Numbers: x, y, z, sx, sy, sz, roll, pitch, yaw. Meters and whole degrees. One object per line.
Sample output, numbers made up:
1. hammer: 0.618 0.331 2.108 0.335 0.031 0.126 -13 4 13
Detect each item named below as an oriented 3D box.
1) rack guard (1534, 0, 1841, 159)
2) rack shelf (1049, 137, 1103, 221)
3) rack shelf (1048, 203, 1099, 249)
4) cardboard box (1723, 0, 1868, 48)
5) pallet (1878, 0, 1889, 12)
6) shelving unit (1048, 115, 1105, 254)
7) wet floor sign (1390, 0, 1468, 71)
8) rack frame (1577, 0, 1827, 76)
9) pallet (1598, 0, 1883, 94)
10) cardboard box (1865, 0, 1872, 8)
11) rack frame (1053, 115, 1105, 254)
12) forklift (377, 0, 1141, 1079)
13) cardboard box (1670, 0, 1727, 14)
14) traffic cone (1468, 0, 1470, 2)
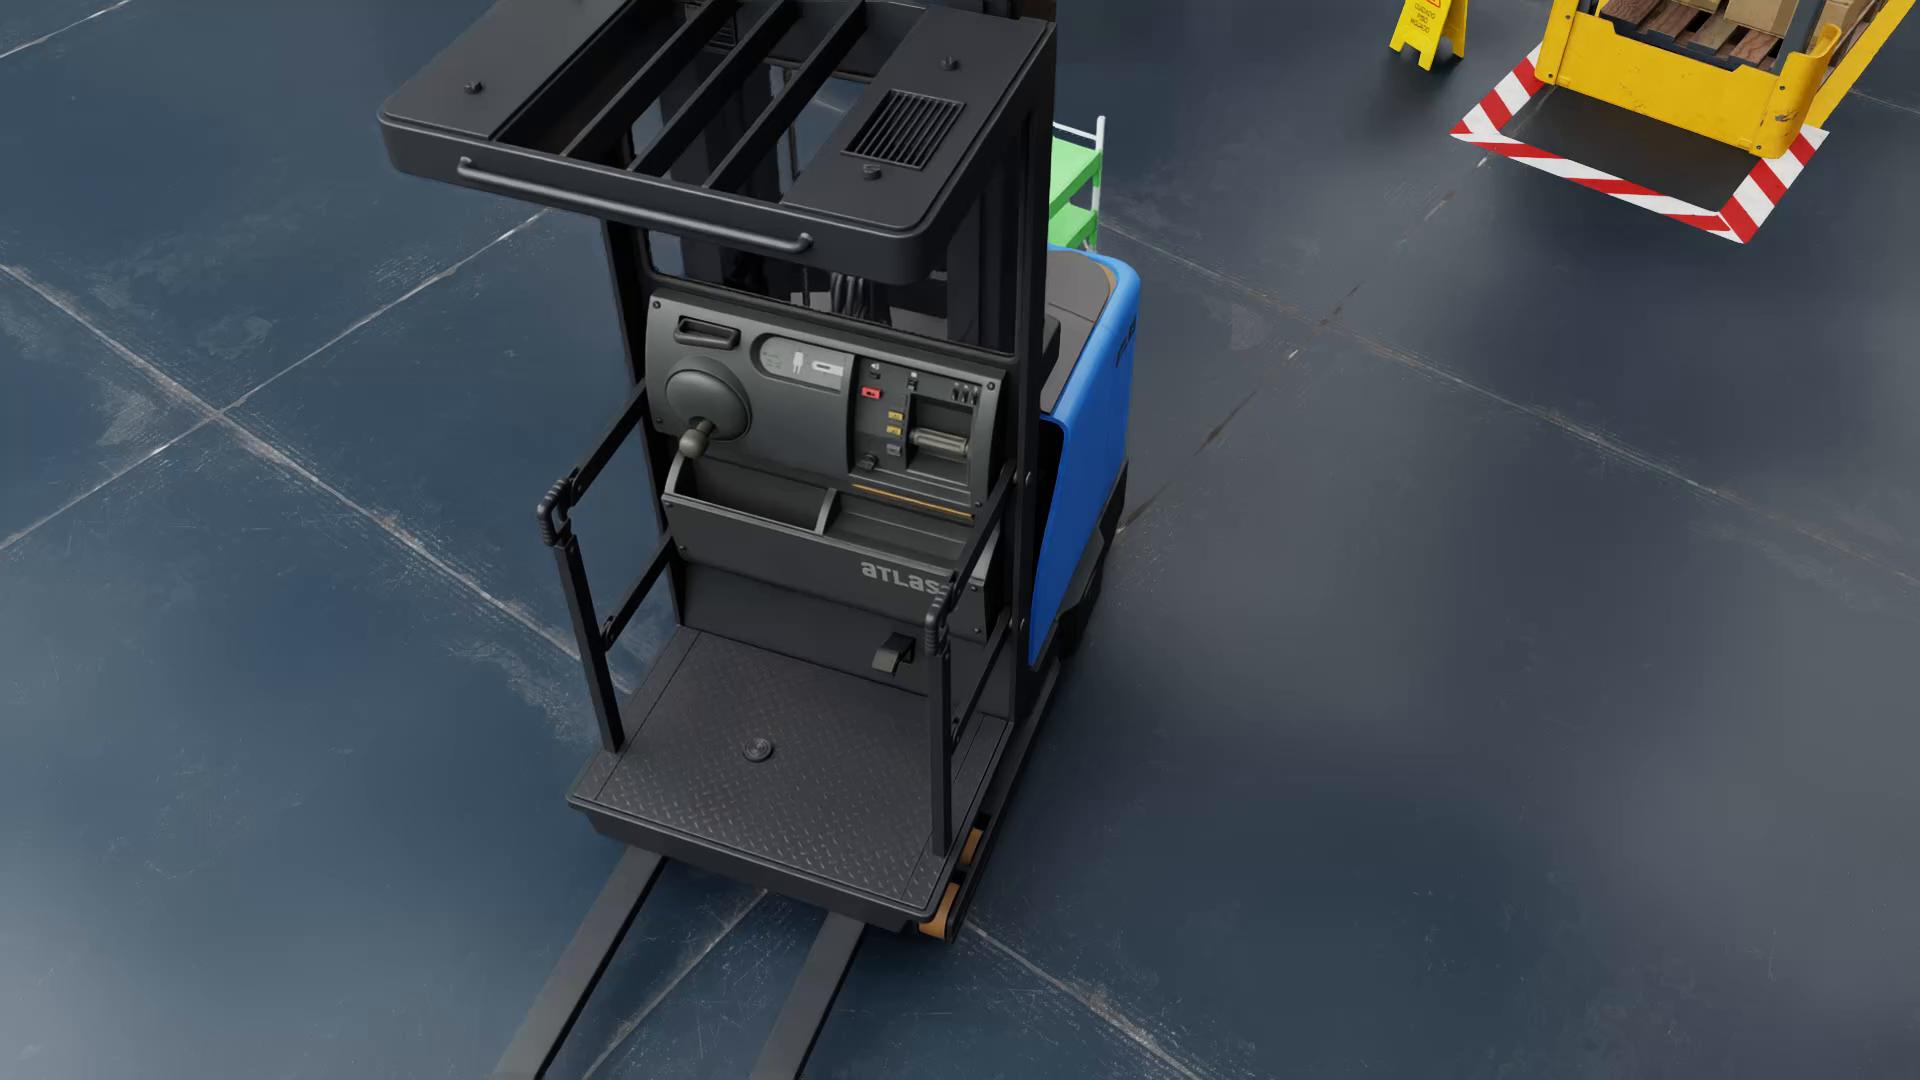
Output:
1. rack guard: 3.250 -2.196 7.502 1.175 0.500 0.348 29 53 25
2. rack shelf: 0.241 -1.136 5.430 0.258 0.148 0.480 23 51 21
3. rack shelf: 0.241 -0.970 5.603 0.258 0.148 0.480 23 51 21
4. cardboard box: 3.916 -2.551 7.723 0.500 0.250 0.500 29 53 25
5. pallet: 4.521 -3.241 8.700 1.003 0.211 1.213 29 53 25
6. shelving unit: 0.241 -0.848 5.731 0.258 1.200 0.503 23 51 21
7. wet floor sign: 2.241 -2.567 7.756 0.232 0.644 0.267 -25 51 -22
8. rack frame: 3.204 -3.016 6.557 1.000 3.000 0.127 29 53 25
9. pallet: 3.775 -2.546 8.036 1.003 0.211 1.213 29 53 25
10. cardboard box: 4.234 -2.840 7.999 0.500 0.250 0.500 31 54 26
11. rack frame: 0.366 -1.000 5.875 0.240 1.200 0.015 23 51 21
12. forklift: -0.420 -0.240 3.953 1.130 2.935 3.031 15 48 14
13. cardboard box: 3.500 -2.807 7.968 0.500 0.250 0.500 29 53 25
14. traffic cone: 2.446 -2.956 8.254 0.336 0.463 0.334 29 53 25
